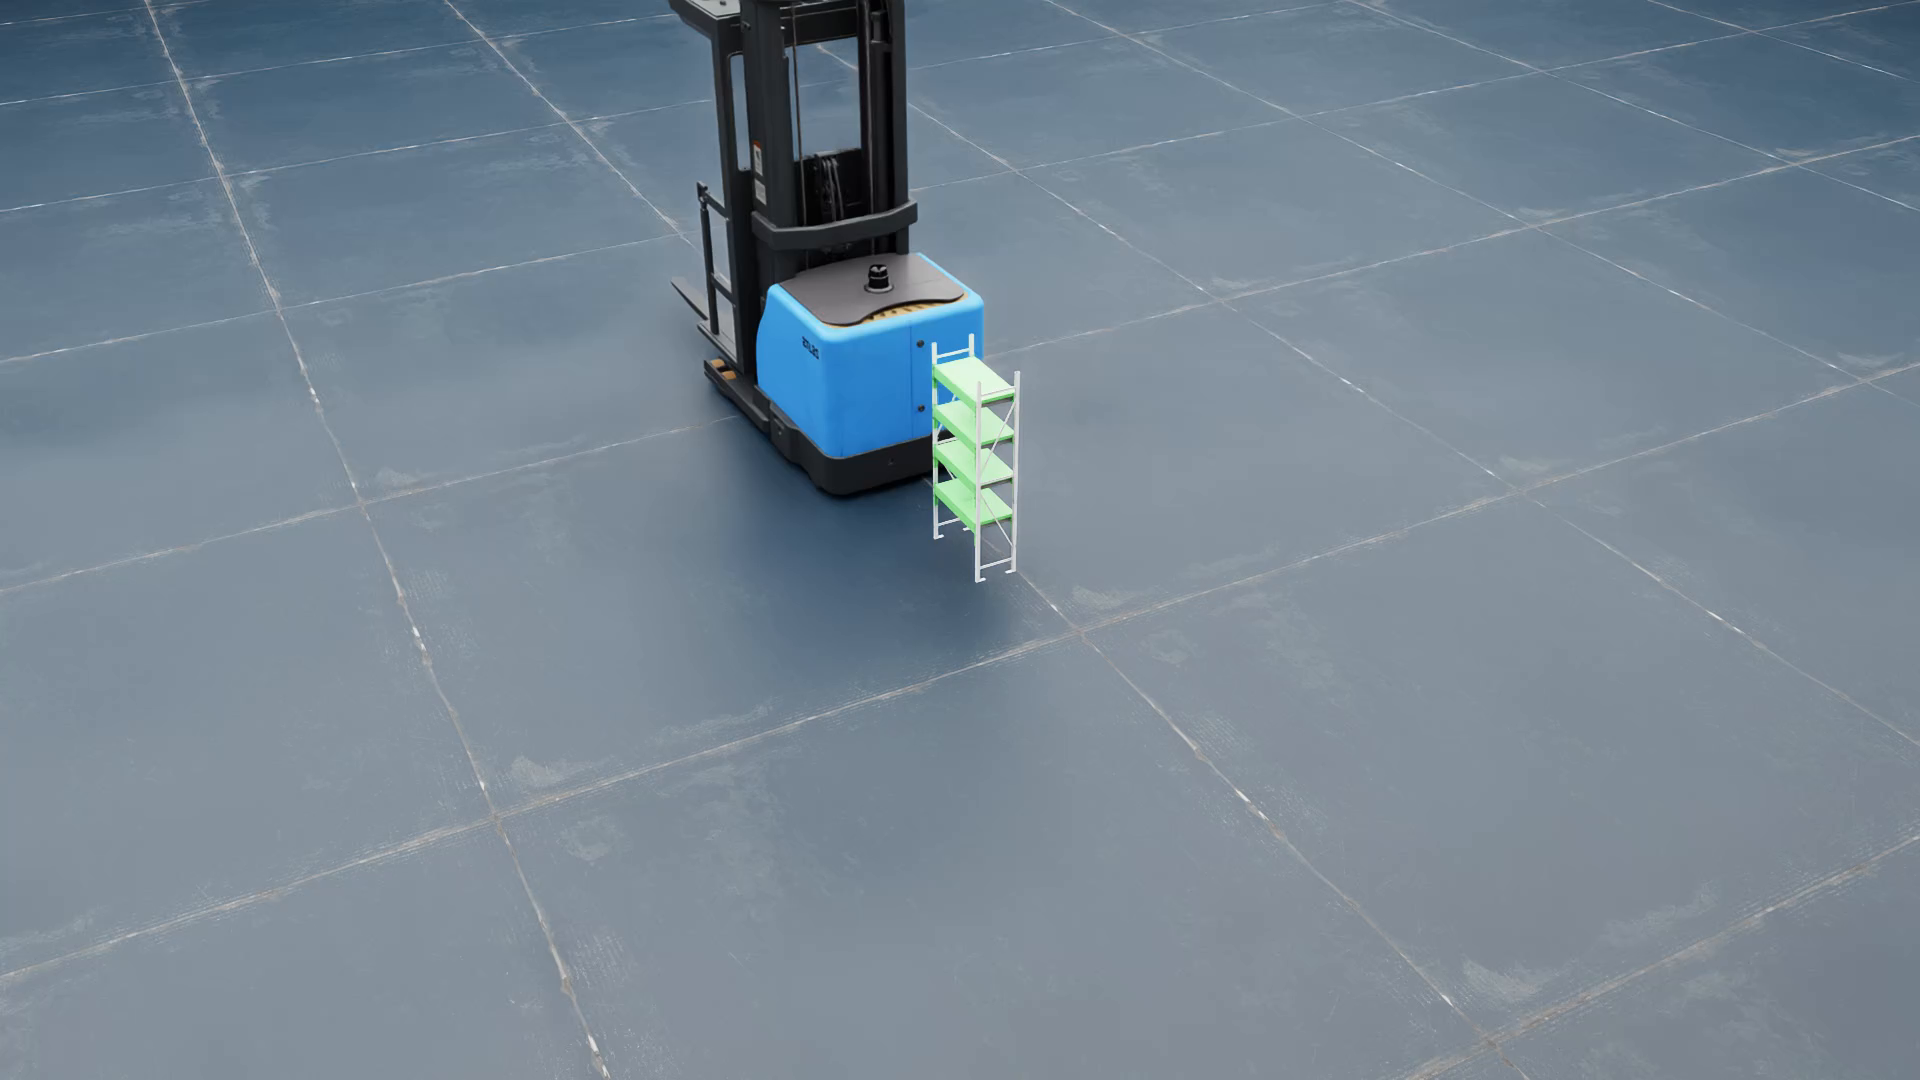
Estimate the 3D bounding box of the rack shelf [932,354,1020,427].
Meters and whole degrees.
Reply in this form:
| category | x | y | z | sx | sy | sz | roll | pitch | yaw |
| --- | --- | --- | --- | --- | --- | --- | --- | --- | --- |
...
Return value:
| category | x | y | z | sx | sy | sz | roll | pitch | yaw |
| --- | --- | --- | --- | --- | --- | --- | --- | --- | --- |
| rack shelf | 0.077 | -0.777 | 8.579 | 0.258 | 0.148 | 0.480 | -16 | 36 | -23 |

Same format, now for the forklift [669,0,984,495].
| category | x | y | z | sx | sy | sz | roll | pitch | yaw |
| --- | --- | --- | --- | --- | --- | --- | --- | --- | --- |
| forklift | -1.007 | -2.262 | 10.064 | 1.130 | 2.935 | 3.031 | -17 | 36 | -24 |

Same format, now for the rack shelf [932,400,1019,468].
| category | x | y | z | sx | sy | sz | roll | pitch | yaw |
| --- | --- | --- | --- | --- | --- | --- | --- | --- | --- |
| rack shelf | 0.077 | -0.574 | 8.708 | 0.258 | 0.148 | 0.480 | -16 | 36 | -23 |

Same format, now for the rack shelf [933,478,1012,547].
| category | x | y | z | sx | sy | sz | roll | pitch | yaw |
| --- | --- | --- | --- | --- | --- | --- | --- | --- | --- |
| rack shelf | 0.077 | -0.170 | 8.967 | 0.258 | 0.148 | 0.480 | -16 | 36 | -23 |

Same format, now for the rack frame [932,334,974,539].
| category | x | y | z | sx | sy | sz | roll | pitch | yaw |
| --- | --- | --- | --- | --- | --- | --- | --- | --- | --- |
| rack frame | -0.037 | -0.543 | 8.985 | 0.240 | 1.200 | 0.015 | -16 | 36 | -23 |

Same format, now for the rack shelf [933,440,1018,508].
| category | x | y | z | sx | sy | sz | roll | pitch | yaw |
| --- | --- | --- | --- | --- | --- | --- | --- | --- | --- |
| rack shelf | 0.077 | -0.372 | 8.837 | 0.258 | 0.148 | 0.480 | -16 | 36 | -23 |

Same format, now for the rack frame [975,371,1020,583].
| category | x | y | z | sx | sy | sz | roll | pitch | yaw |
| --- | --- | --- | --- | --- | --- | --- | --- | --- | --- |
| rack frame | 0.191 | -0.310 | 8.621 | 0.240 | 1.200 | 0.015 | -16 | 36 | -23 |

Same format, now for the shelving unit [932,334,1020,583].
| category | x | y | z | sx | sy | sz | roll | pitch | yaw |
| --- | --- | --- | --- | --- | --- | --- | --- | --- | --- |
| shelving unit | 0.077 | -0.426 | 8.803 | 0.258 | 1.200 | 0.503 | -16 | 36 | -23 |
